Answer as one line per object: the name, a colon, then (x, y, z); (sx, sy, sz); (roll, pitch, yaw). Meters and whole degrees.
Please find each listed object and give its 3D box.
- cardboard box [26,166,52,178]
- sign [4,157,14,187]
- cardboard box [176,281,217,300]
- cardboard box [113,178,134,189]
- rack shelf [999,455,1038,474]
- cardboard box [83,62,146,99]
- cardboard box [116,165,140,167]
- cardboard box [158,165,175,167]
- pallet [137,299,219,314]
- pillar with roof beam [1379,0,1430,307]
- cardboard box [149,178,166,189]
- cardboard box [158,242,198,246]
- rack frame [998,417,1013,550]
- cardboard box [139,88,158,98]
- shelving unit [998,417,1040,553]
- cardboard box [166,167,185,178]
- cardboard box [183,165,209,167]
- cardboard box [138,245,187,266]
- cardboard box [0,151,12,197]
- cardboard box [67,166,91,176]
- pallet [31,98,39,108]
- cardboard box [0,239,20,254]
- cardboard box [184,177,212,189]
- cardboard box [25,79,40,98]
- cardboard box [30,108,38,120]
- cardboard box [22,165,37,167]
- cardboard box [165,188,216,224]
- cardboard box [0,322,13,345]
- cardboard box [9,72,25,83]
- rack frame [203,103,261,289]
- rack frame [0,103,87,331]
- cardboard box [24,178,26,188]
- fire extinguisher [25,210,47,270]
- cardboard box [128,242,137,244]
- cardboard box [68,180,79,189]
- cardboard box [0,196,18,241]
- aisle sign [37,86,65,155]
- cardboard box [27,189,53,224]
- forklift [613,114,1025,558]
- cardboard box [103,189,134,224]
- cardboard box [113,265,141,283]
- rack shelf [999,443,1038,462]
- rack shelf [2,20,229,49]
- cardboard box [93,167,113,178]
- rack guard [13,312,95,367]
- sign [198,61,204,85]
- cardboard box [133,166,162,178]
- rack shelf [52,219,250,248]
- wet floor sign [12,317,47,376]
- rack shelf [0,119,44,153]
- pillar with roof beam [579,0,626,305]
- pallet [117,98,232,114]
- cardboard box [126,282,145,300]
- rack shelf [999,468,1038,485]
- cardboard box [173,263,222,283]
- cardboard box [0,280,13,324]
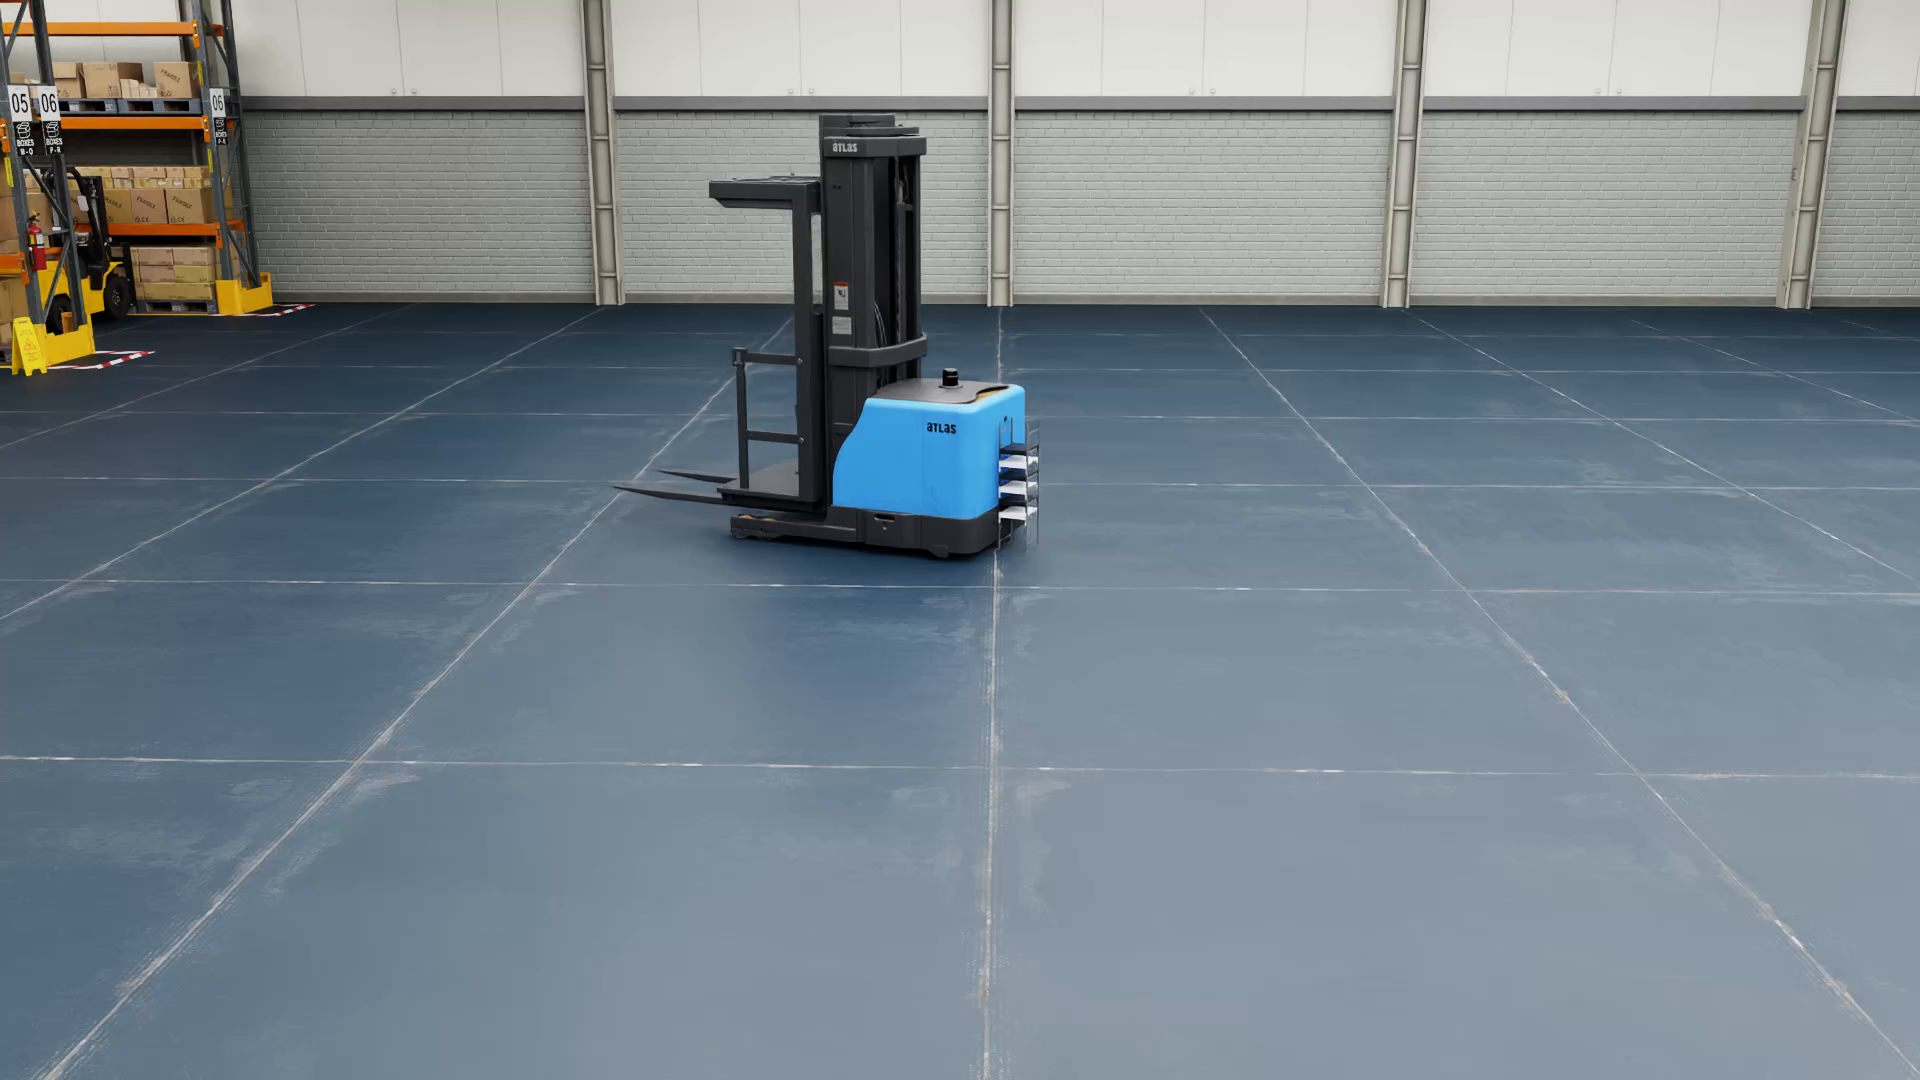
cardboard box: (-13.361, -5.350, 24.188); (0.250, 0.149, 0.380); (0, 15, 1)
sign: (-10.865, -4.202, 18.998); (0.005, 0.325, 0.100); (0, 15, 1)
cardboard box: (-11.185, -3.693, 24.523); (0.500, 0.250, 0.500); (0, 15, 2)
cardboard box: (-12.091, -5.195, 24.183); (0.250, 0.149, 0.380); (0, 15, 0)
rack shelf: (0.411, -0.522, 11.480); (0.200, 0.077, 0.258); (6, 16, 23)
cardboard box: (-12.177, -6.620, 23.956); (0.500, 0.500, 0.700); (0, 15, 2)
cardboard box: (-12.334, -5.495, 24.738); (0.250, 0.149, 0.380); (0, 15, 0)
cardboard box: (-11.810, -5.473, 24.654); (0.250, 0.149, 0.380); (0, 15, 2)
pallet: (-11.473, -3.543, 24.854); (1.213, 0.211, 1.003); (0, 15, 1)
pillar with roof beam: (6.504, -6.817, 20.037); (0.400, 9.000, 9.100); (0, 15, 1)
cardboard box: (-11.575, -5.201, 24.205); (0.250, 0.149, 0.380); (1, 15, 2)
cardboard box: (-11.683, -4.307, 24.893); (0.500, 0.250, 0.500); (0, 15, 2)
rack frame: (0.318, -0.391, 11.557); (0.006, 0.900, 0.240); (6, 16, 23)
cardboard box: (-11.544, -6.405, 23.830); (0.250, 0.149, 0.380); (0, 15, 0)
shelving unit: (0.411, -0.380, 11.518); (0.210, 0.900, 0.258); (6, 16, 23)
cardboard box: (-11.318, -5.345, 24.168); (0.250, 0.149, 0.380); (0, 15, 2)
cardboard box: (-11.302, -5.477, 24.668); (0.250, 0.149, 0.380); (1, 15, 3)
cardboard box: (-11.686, -4.179, 24.406); (0.500, 0.250, 0.500); (1, 15, 2)
cardboard box: (-11.347, -4.254, 19.345); (0.500, 0.500, 0.700); (0, 15, 0)
cardboard box: (-12.856, -5.366, 24.246); (0.250, 0.149, 0.380); (0, 15, 2)
pallet: (-13.853, -6.331, 24.251); (1.213, 0.211, 1.003); (0, 15, 1)
cardboard box: (-11.210, -3.457, 19.557); (0.250, 0.149, 0.380); (1, 15, 3)
cardboard box: (-11.061, -5.190, 24.162); (0.250, 0.149, 0.380); (1, 15, 2)
cardboard box: (-13.230, -6.472, 23.857); (0.258, 0.266, 0.396); (0, 15, 0)
cardboard box: (-11.154, -5.045, 19.693); (0.250, 0.149, 0.380); (0, 15, 1)
cardboard box: (-13.865, -5.493, 24.730); (0.250, 0.149, 0.380); (0, 15, 1)
cardboard box: (-11.206, -4.881, 24.266); (0.500, 0.500, 0.500); (0, 15, 0)
cardboard box: (-11.669, -2.441, 19.780); (0.500, 0.250, 0.500); (0, 15, 1)
cardboard box: (-11.181, -5.400, 19.476); (0.250, 0.149, 0.380); (0, 15, 1)
rack frame: (-10.707, -4.897, 24.520); (0.127, 3.000, 1.000); (0, 15, 1)
rack frame: (-10.830, -3.631, 19.722); (0.127, 3.000, 1.000); (0, 15, 1)
cardboard box: (-13.629, -5.199, 24.199); (0.250, 0.149, 0.380); (1, 15, 3)
fire extinguisher: (-10.728, -3.475, 19.284); (0.183, 0.674, 0.296); (0, 15, 1)
cardboard box: (-12.694, -4.319, 24.935); (0.500, 0.250, 0.500); (0, 15, 0)
cardboard box: (-12.849, -5.200, 24.204); (0.250, 0.149, 0.380); (0, 15, 0)
cardboard box: (-11.380, -3.756, 19.418); (0.500, 0.500, 0.500); (0, 15, 0)
aisle sign: (-10.761, -4.966, 19.688); (0.004, 0.787, 0.394); (0, 15, 1)
cardboard box: (-13.242, -4.899, 24.334); (0.500, 0.500, 0.500); (0, 15, 1)
forklift: (-1.088, -1.524, 11.869); (3.031, 2.935, 1.130); (6, 16, 23)
cardboard box: (-12.237, -4.890, 24.300); (0.500, 0.500, 0.500); (0, 15, 0)
cardboard box: (-12.220, -3.939, 24.478); (0.500, 0.250, 0.500); (0, 15, 0)
rack shelf: (0.411, -0.609, 11.457); (0.200, 0.077, 0.258); (6, 16, 23)
rack shelf: (-12.707, -7.269, 23.947); (4.000, 0.370, 1.077); (0, 15, 1)
cardboard box: (-12.349, -5.334, 24.126); (0.250, 0.149, 0.380); (1, 15, 3)
rack guard: (-10.906, -2.423, 20.043); (0.348, 0.500, 1.175); (0, 15, 1)
sign: (-10.735, -6.599, 23.510); (0.005, 0.325, 0.100); (0, 15, 1)
cardboard box: (-11.827, -5.360, 24.226); (0.250, 0.149, 0.380); (0, 15, 2)
rack shelf: (-12.707, -4.562, 24.661); (4.000, 0.370, 1.077); (0, 15, 1)
wet floor sign: (-10.668, -2.218, 18.983); (0.232, 0.644, 0.267); (6, 16, 21)
rack shelf: (-12.830, -4.746, 19.480); (4.000, 0.370, 1.077); (0, 15, 1)
pillar with roof beam: (-5.492, -6.895, 20.334); (0.400, 9.000, 9.100); (0, 15, 1)
pallet: (-11.414, -6.316, 24.191); (1.213, 0.211, 1.003); (0, 15, 1)
cardboard box: (-12.182, -3.704, 24.566); (0.500, 0.250, 0.500); (1, 15, 2)
rack shelf: (0.411, -0.435, 11.503); (0.200, 0.077, 0.258); (6, 16, 23)
cardboard box: (-11.202, -3.935, 24.463); (0.500, 0.250, 0.500); (0, 15, 1)
cardboard box: (-11.638, -2.806, 19.691); (0.500, 0.500, 0.500); (0, 15, 2)
